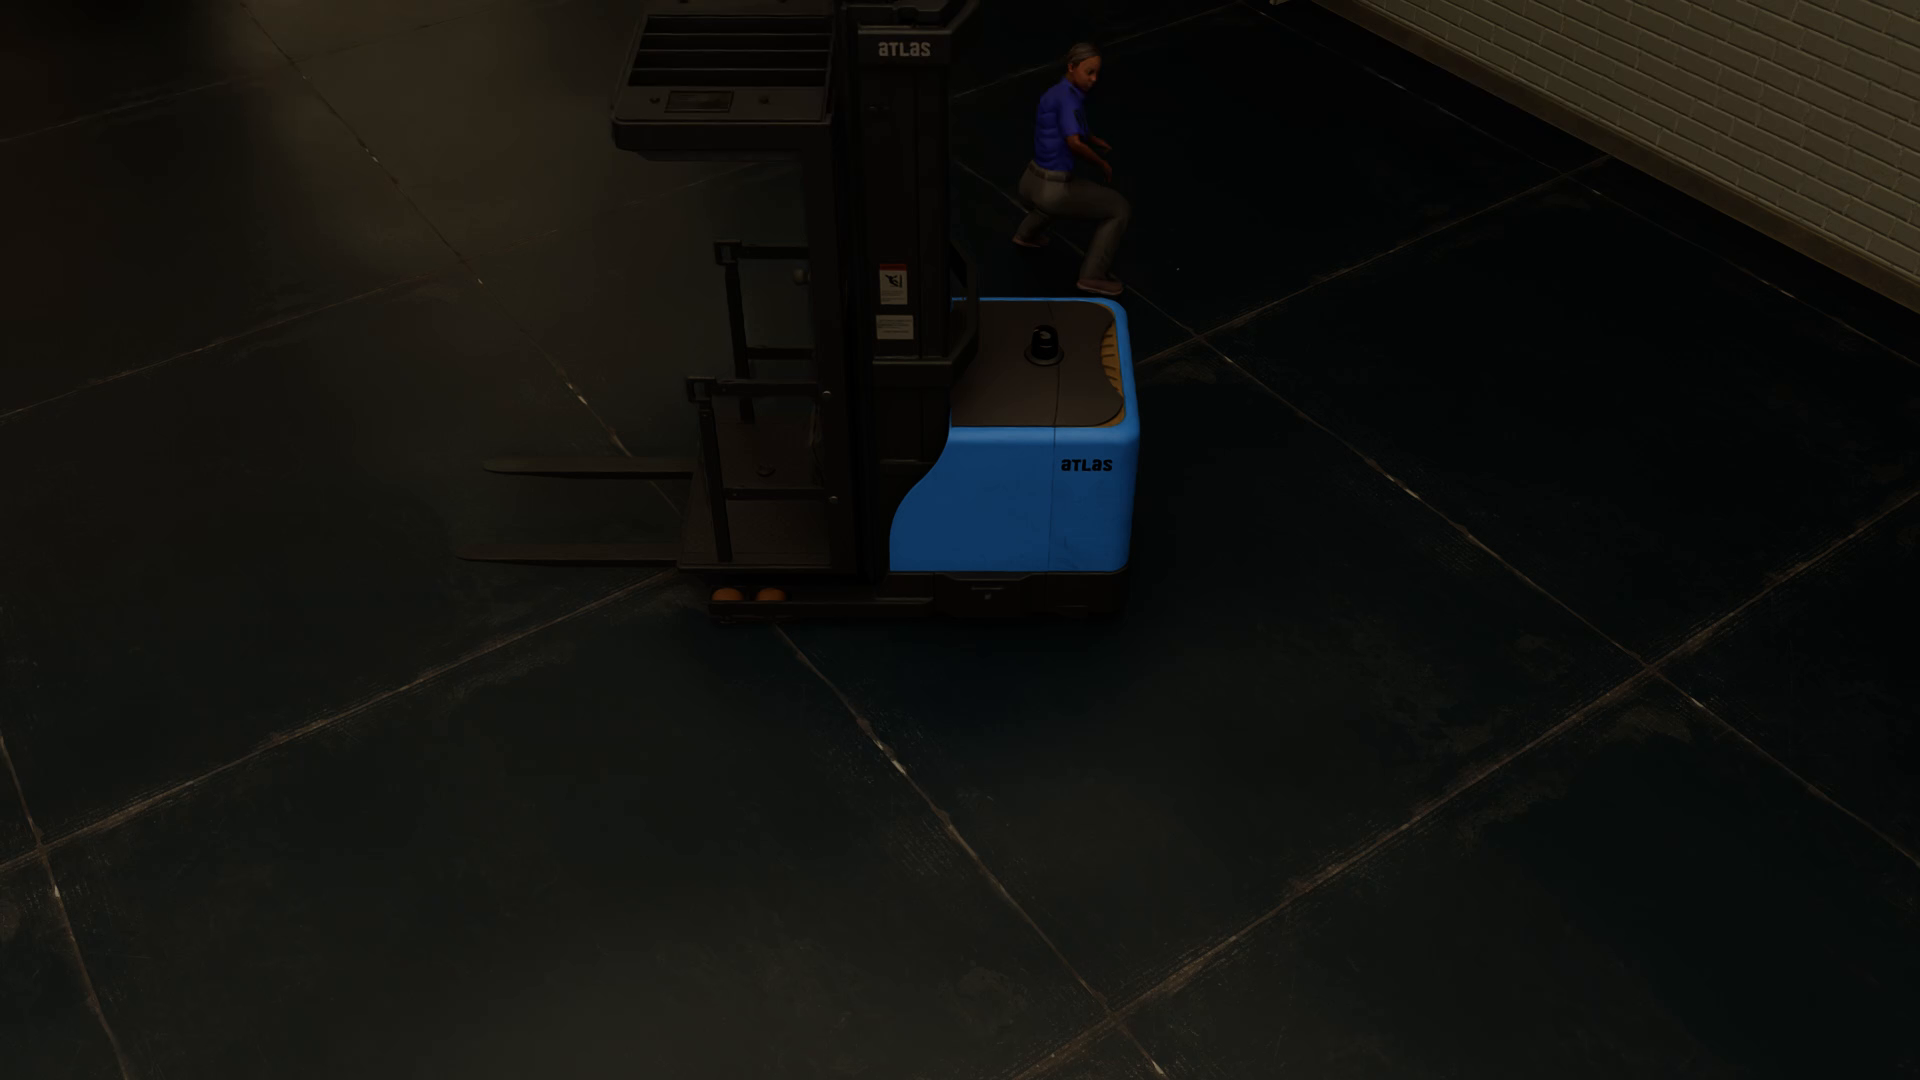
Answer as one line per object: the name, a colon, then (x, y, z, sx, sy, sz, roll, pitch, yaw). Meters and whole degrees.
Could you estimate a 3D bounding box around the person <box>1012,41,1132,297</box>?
person: (0.634, -2.030, 9.094, 0.716, 1.444, 0.855, -15, 45, -16)

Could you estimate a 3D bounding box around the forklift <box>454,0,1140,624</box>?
forklift: (-0.757, -1.061, 6.866, 3.031, 2.935, 1.130, 0, 43, 0)
